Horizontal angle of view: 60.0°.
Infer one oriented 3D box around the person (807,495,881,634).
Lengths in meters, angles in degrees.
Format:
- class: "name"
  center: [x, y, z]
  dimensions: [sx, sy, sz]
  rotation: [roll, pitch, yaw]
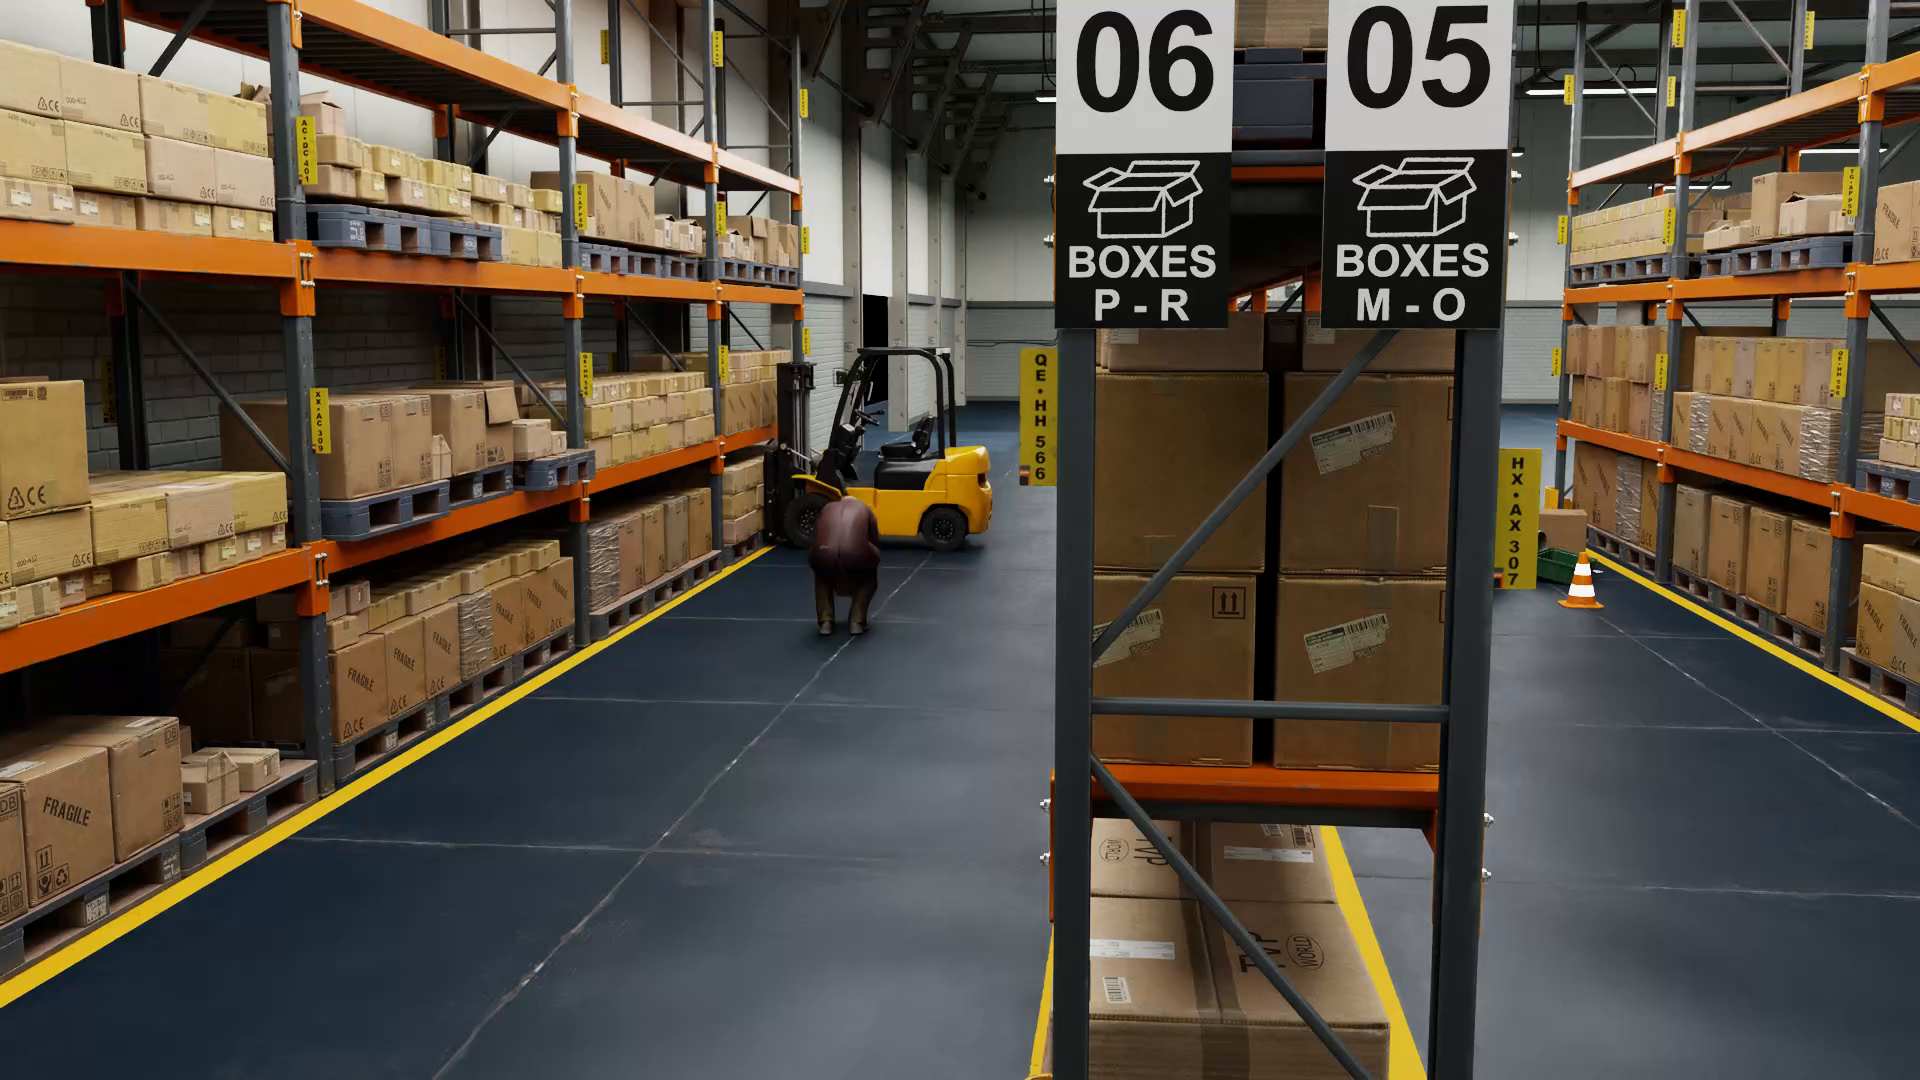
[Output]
- class: "person"
  center: [-0.906, 0.197, 13.216]
  dimensions: [0.591, 1.031, 0.939]
  rotation: [0, 7, 4]
